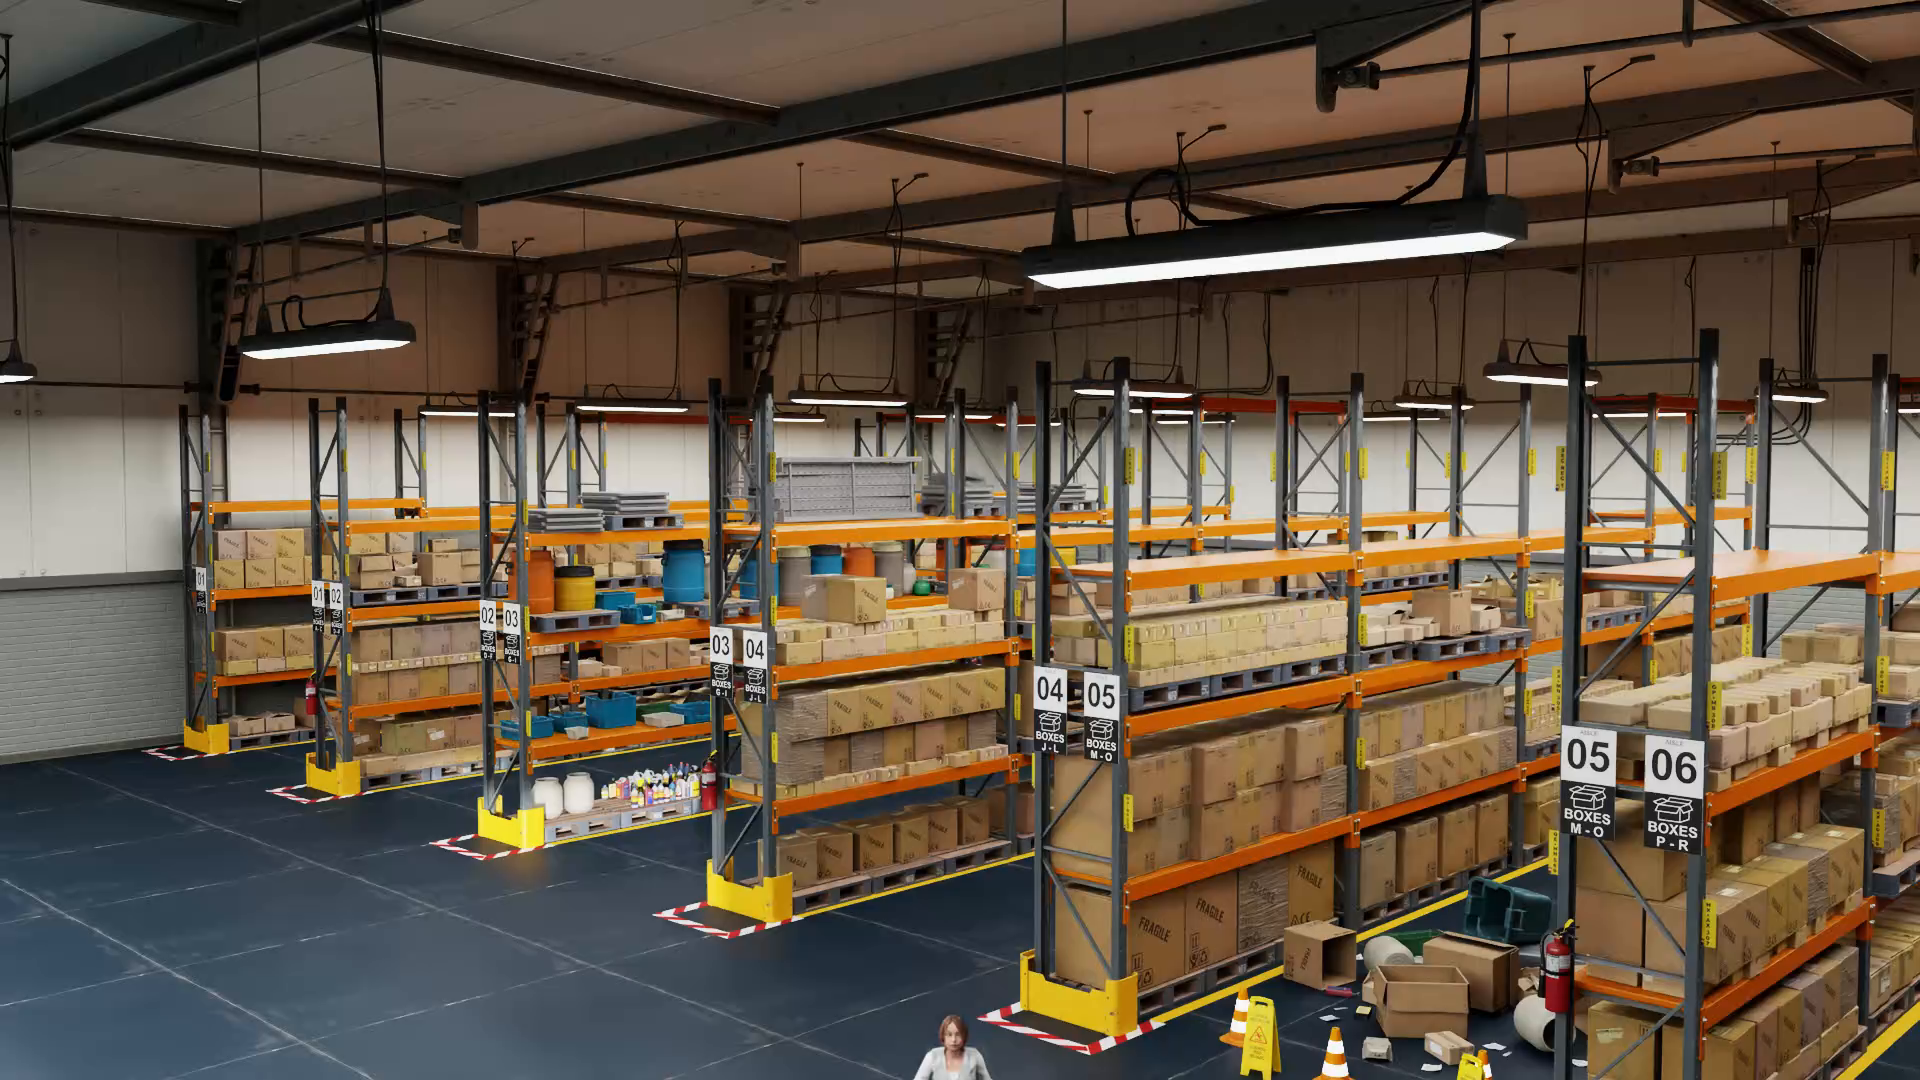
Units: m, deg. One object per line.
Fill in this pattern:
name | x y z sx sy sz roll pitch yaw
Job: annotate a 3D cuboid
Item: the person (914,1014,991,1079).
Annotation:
person | -0.053 3.818 10.735 0.547 1.571 0.540 0 3 1
